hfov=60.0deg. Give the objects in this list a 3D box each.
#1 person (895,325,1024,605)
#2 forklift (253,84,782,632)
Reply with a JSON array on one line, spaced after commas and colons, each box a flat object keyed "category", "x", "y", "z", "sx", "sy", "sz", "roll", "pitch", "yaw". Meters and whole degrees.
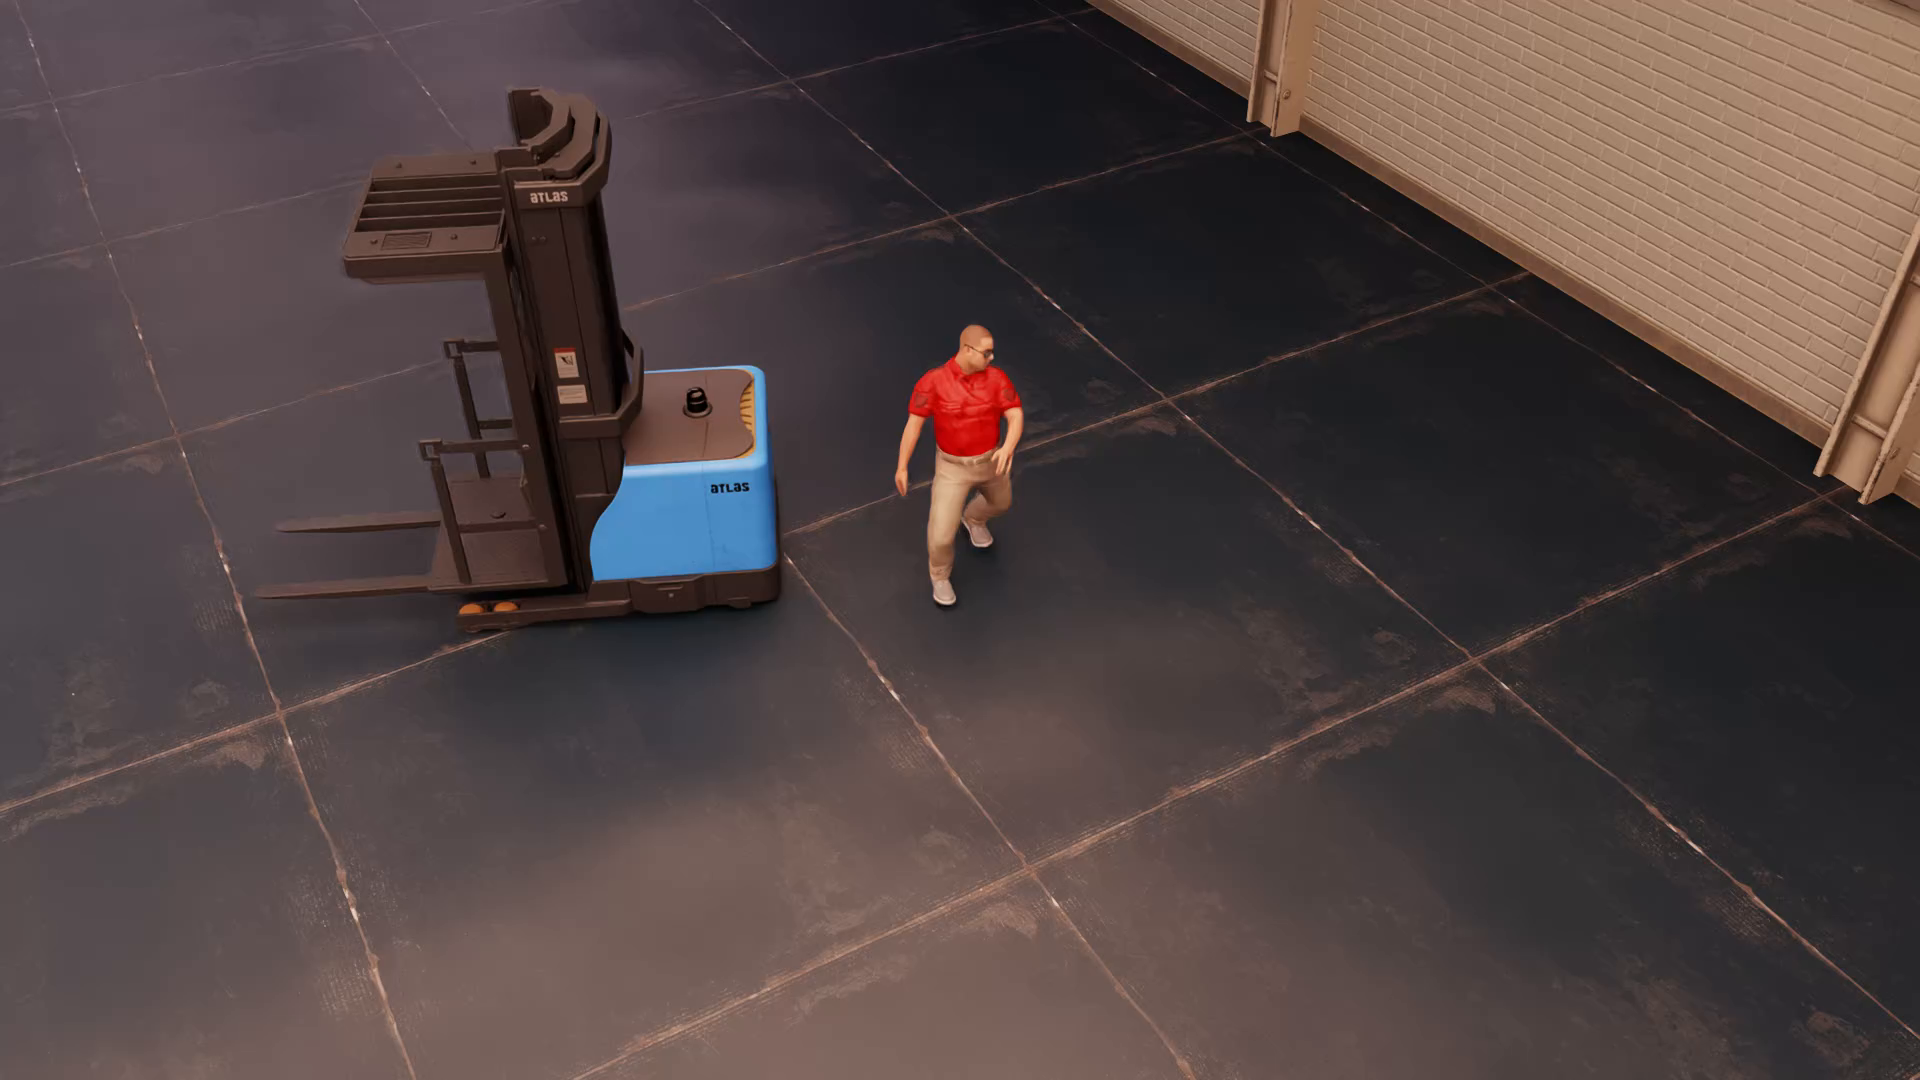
[{"category": "person", "x": 0.002, "y": -0.408, "z": 9.561, "sx": 0.773, "sy": 1.605, "sz": 0.861, "roll": -20, "pitch": 44, "yaw": -22}, {"category": "forklift", "x": -2.609, "y": -0.947, "z": 9.178, "sx": 3.031, "sy": 2.935, "sz": 1.130, "roll": -4, "pitch": 40, "yaw": -5}]
